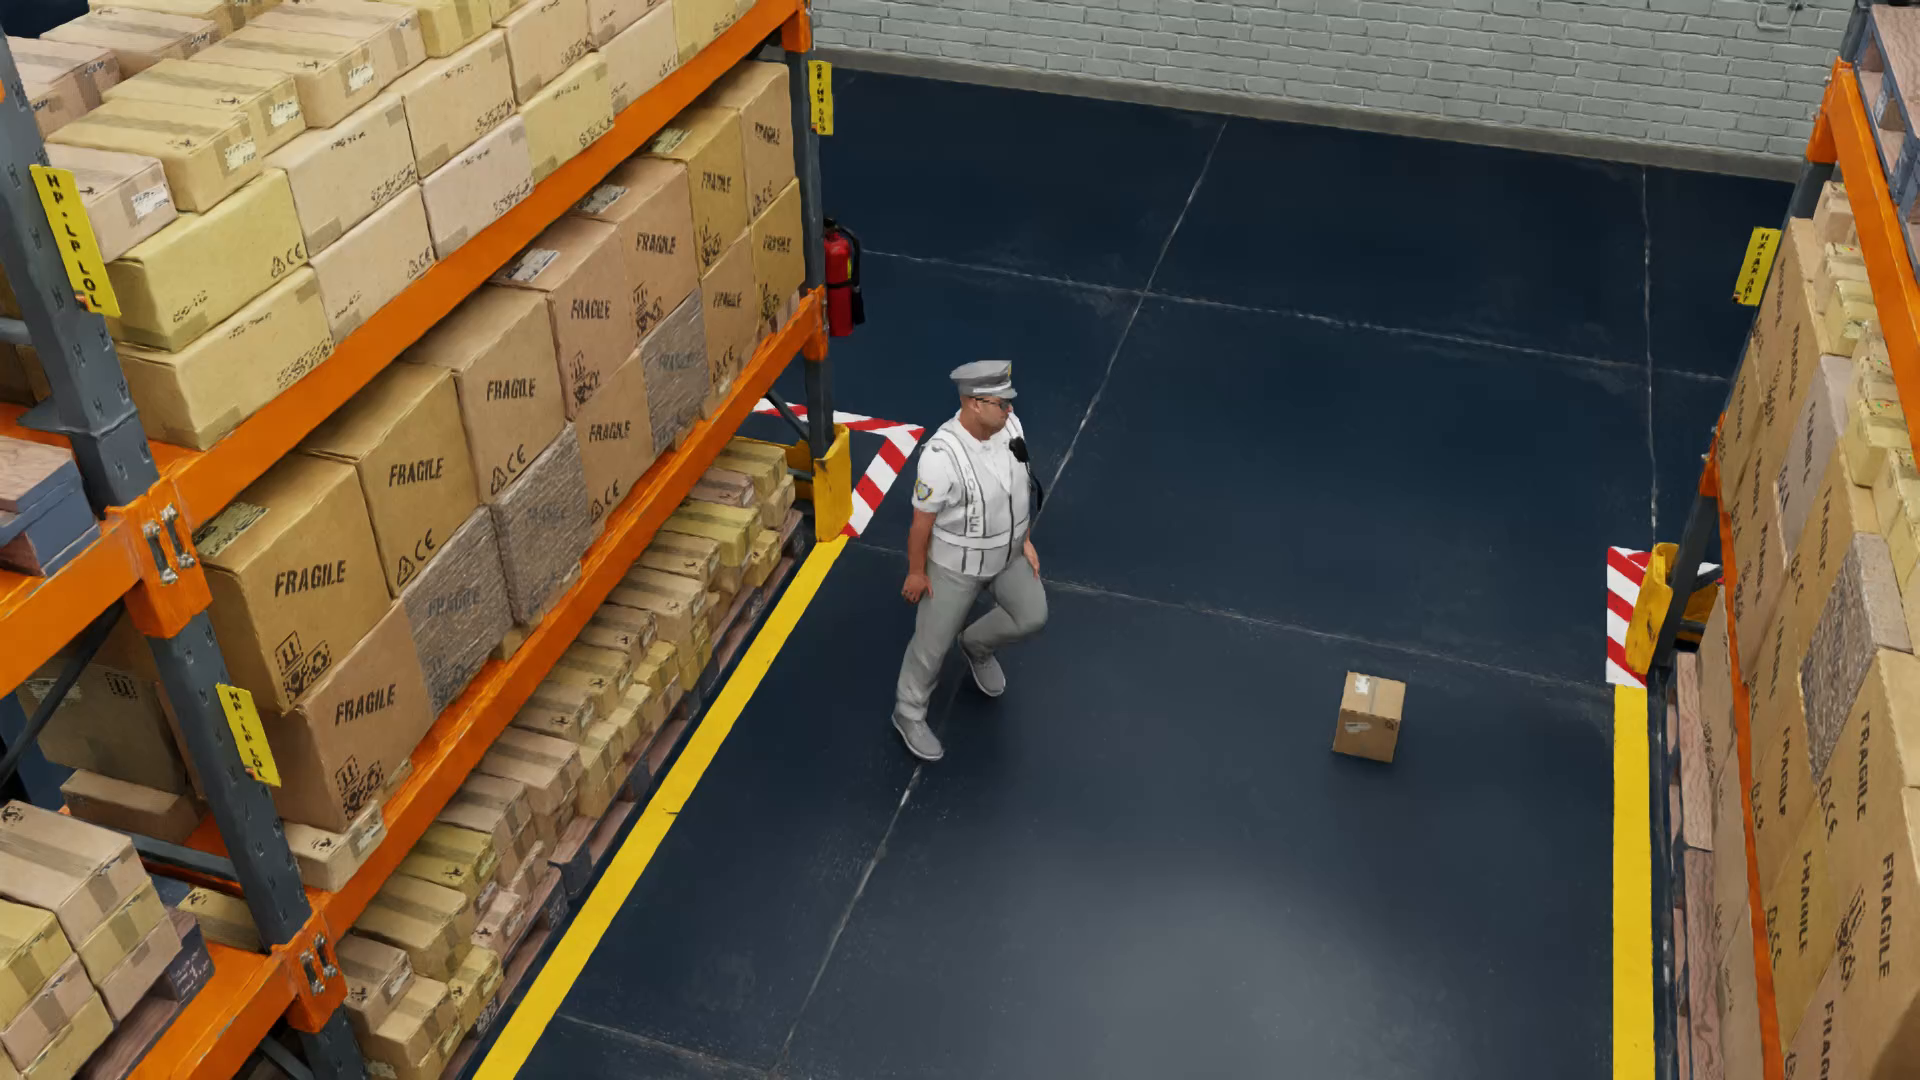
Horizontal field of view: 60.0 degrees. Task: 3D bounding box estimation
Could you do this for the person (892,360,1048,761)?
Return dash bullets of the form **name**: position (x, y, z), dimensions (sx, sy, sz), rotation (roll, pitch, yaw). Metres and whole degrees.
- **person**: position (0.023, 0.075, 6.771), dimensions (0.474, 1.746, 0.674), rotation (29, 46, 33)
